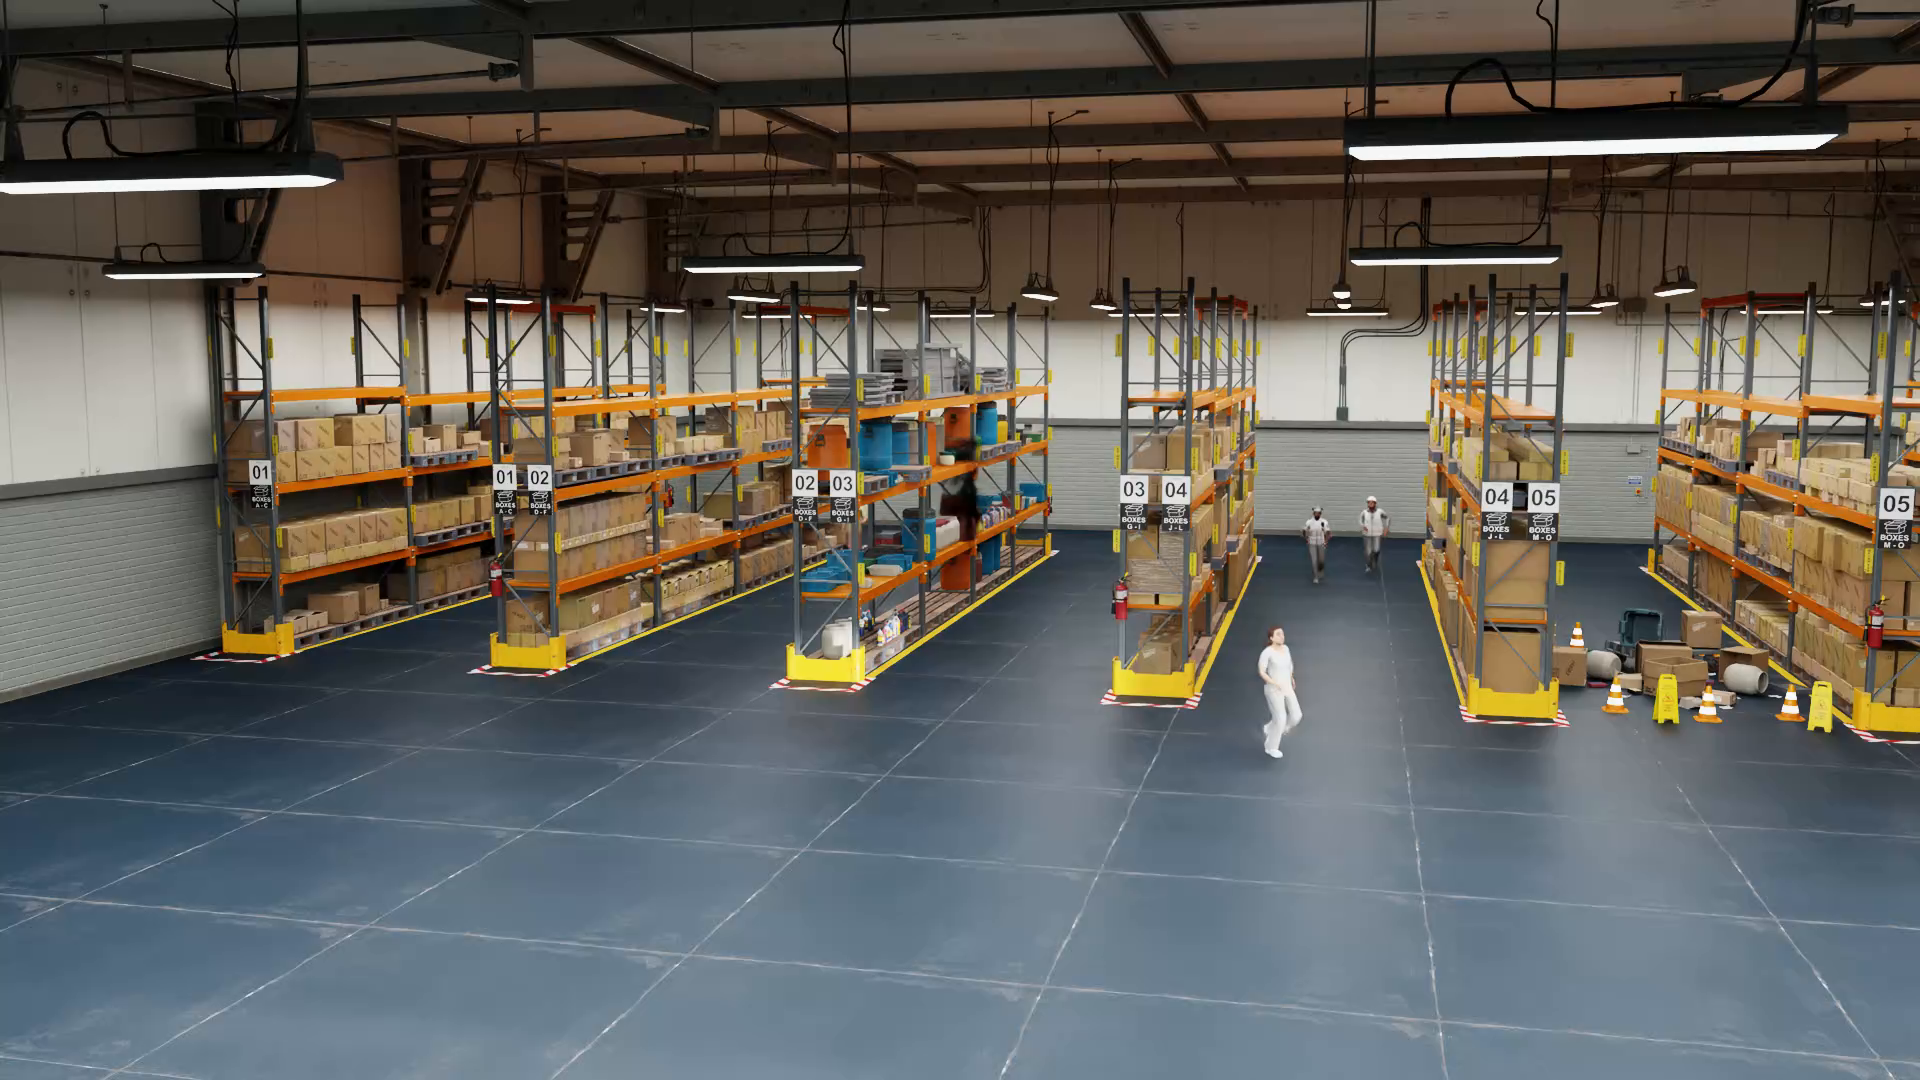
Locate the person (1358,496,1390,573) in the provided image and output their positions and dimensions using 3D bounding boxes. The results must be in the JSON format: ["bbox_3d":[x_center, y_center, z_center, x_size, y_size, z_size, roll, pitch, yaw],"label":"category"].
[{"bbox_3d":[9.202,-0.112,37.021,0.689,1.730,0.736,2,7,19],"label":"person"}]

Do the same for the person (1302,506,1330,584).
[{"bbox_3d":[7.629,0.085,35.660,0.598,1.665,0.561,1,7,10],"label":"person"}]

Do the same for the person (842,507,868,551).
[{"bbox_3d":[-2.247,-0.148,35.180,0.590,1.652,0.778,0,7,4],"label":"person"}]

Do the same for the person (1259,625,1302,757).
[{"bbox_3d":[3.928,1.857,20.448,0.574,1.631,0.521,-4,8,-33],"label":"person"}]
